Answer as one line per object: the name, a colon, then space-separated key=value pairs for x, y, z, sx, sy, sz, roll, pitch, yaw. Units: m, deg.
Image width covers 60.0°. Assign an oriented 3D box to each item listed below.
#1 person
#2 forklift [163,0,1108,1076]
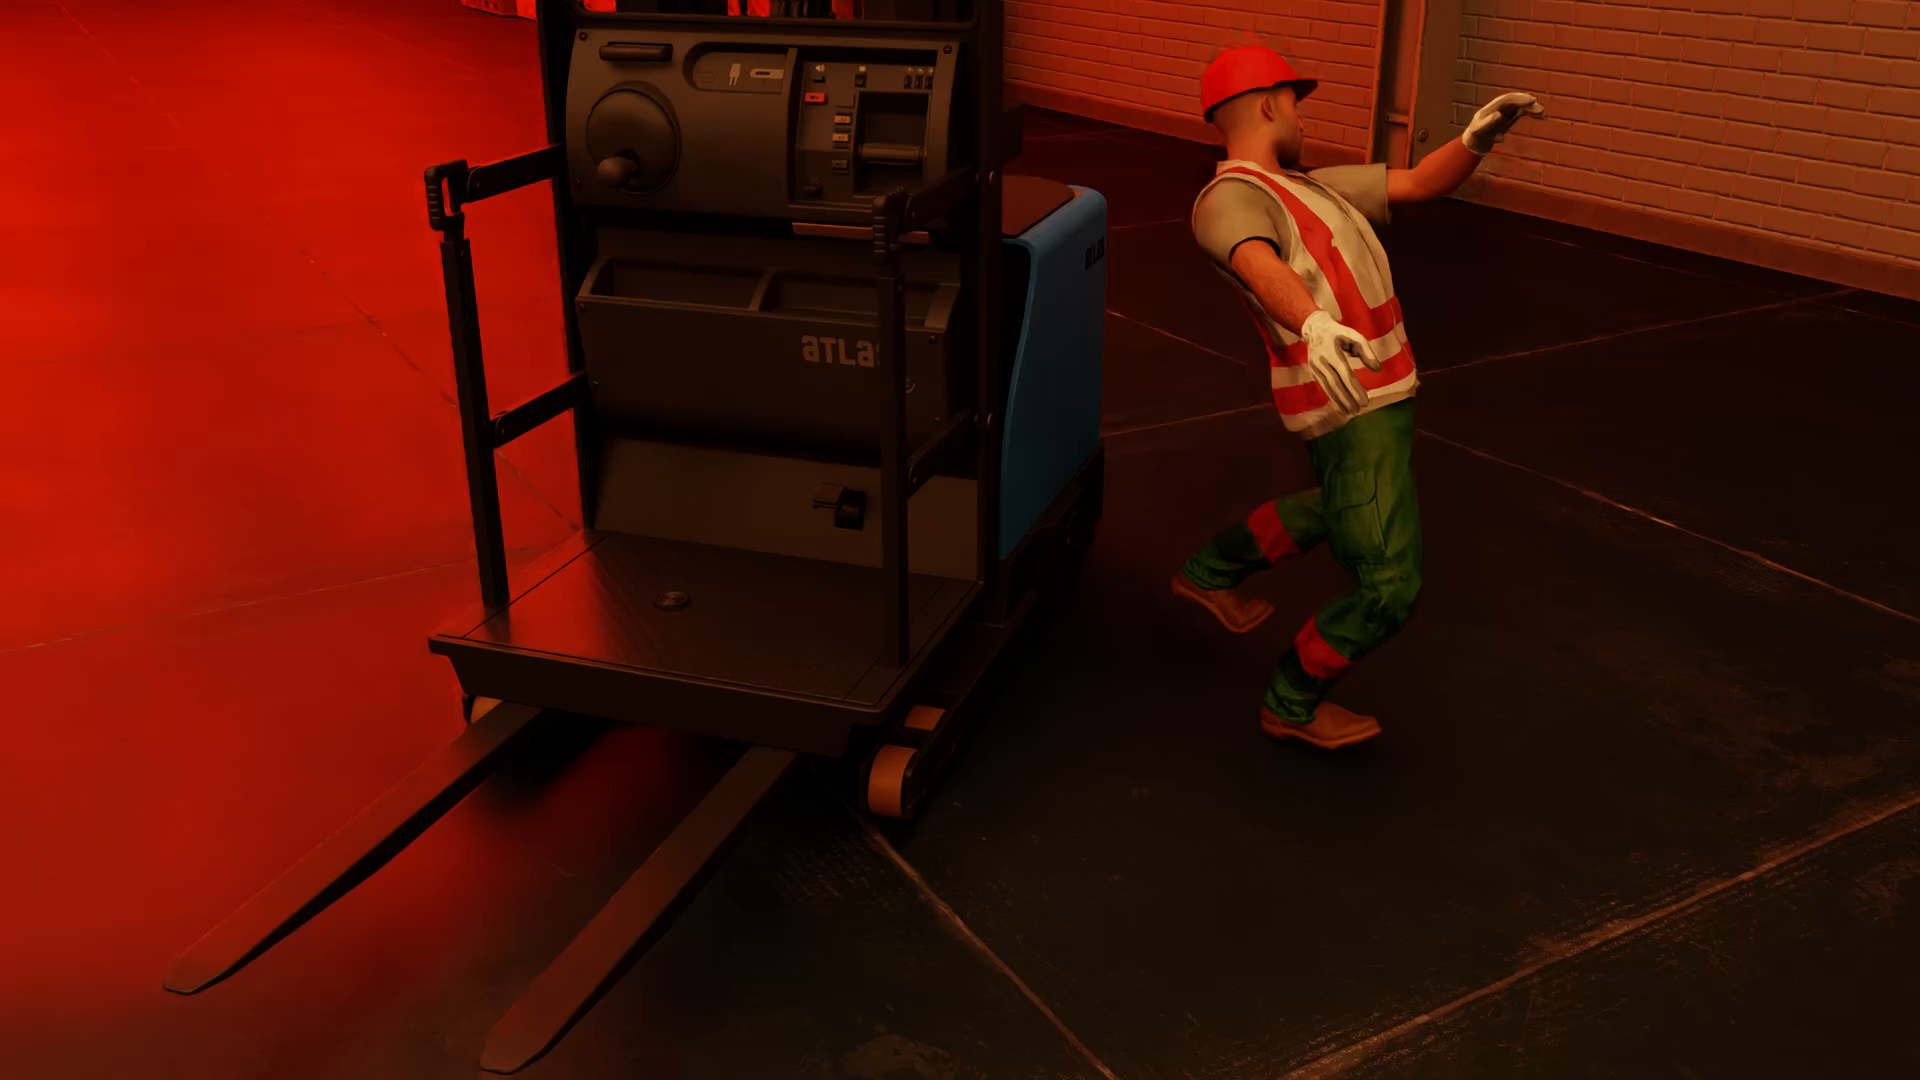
person: x=0.809 y=-0.258 z=3.685 sx=0.775 sy=1.535 sz=1.044 roll=6 pitch=23 yaw=14
forklift: x=-0.518 y=-0.915 z=3.504 sx=1.130 sy=2.935 sz=3.031 roll=7 pitch=23 yaw=17
